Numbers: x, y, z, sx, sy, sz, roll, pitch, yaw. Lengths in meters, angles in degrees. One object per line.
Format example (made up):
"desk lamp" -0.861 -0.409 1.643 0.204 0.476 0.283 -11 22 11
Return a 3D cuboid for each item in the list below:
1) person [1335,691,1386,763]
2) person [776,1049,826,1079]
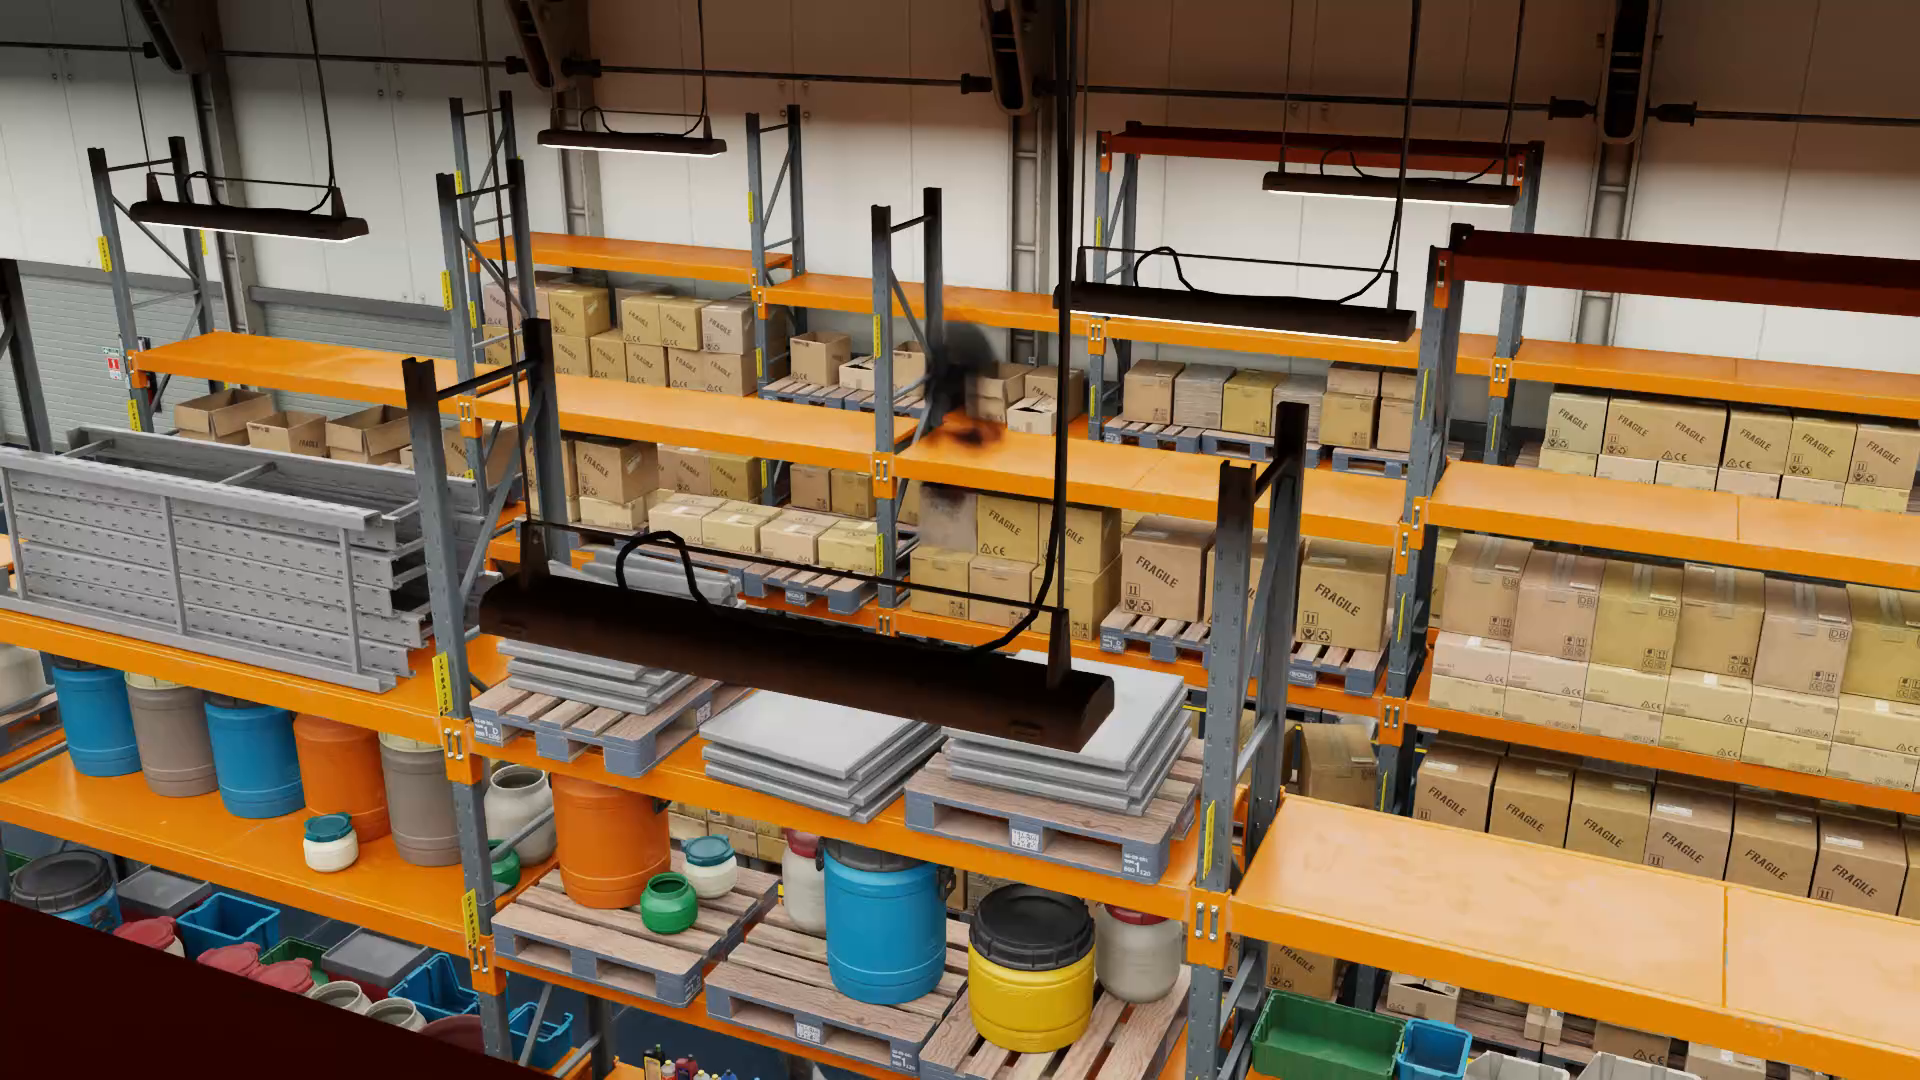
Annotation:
"person" 3.824 1.710 15.672 0.836 1.772 0.705 10 23 24
"person" -1.102 3.330 11.359 0.692 1.695 0.663 10 23 24
